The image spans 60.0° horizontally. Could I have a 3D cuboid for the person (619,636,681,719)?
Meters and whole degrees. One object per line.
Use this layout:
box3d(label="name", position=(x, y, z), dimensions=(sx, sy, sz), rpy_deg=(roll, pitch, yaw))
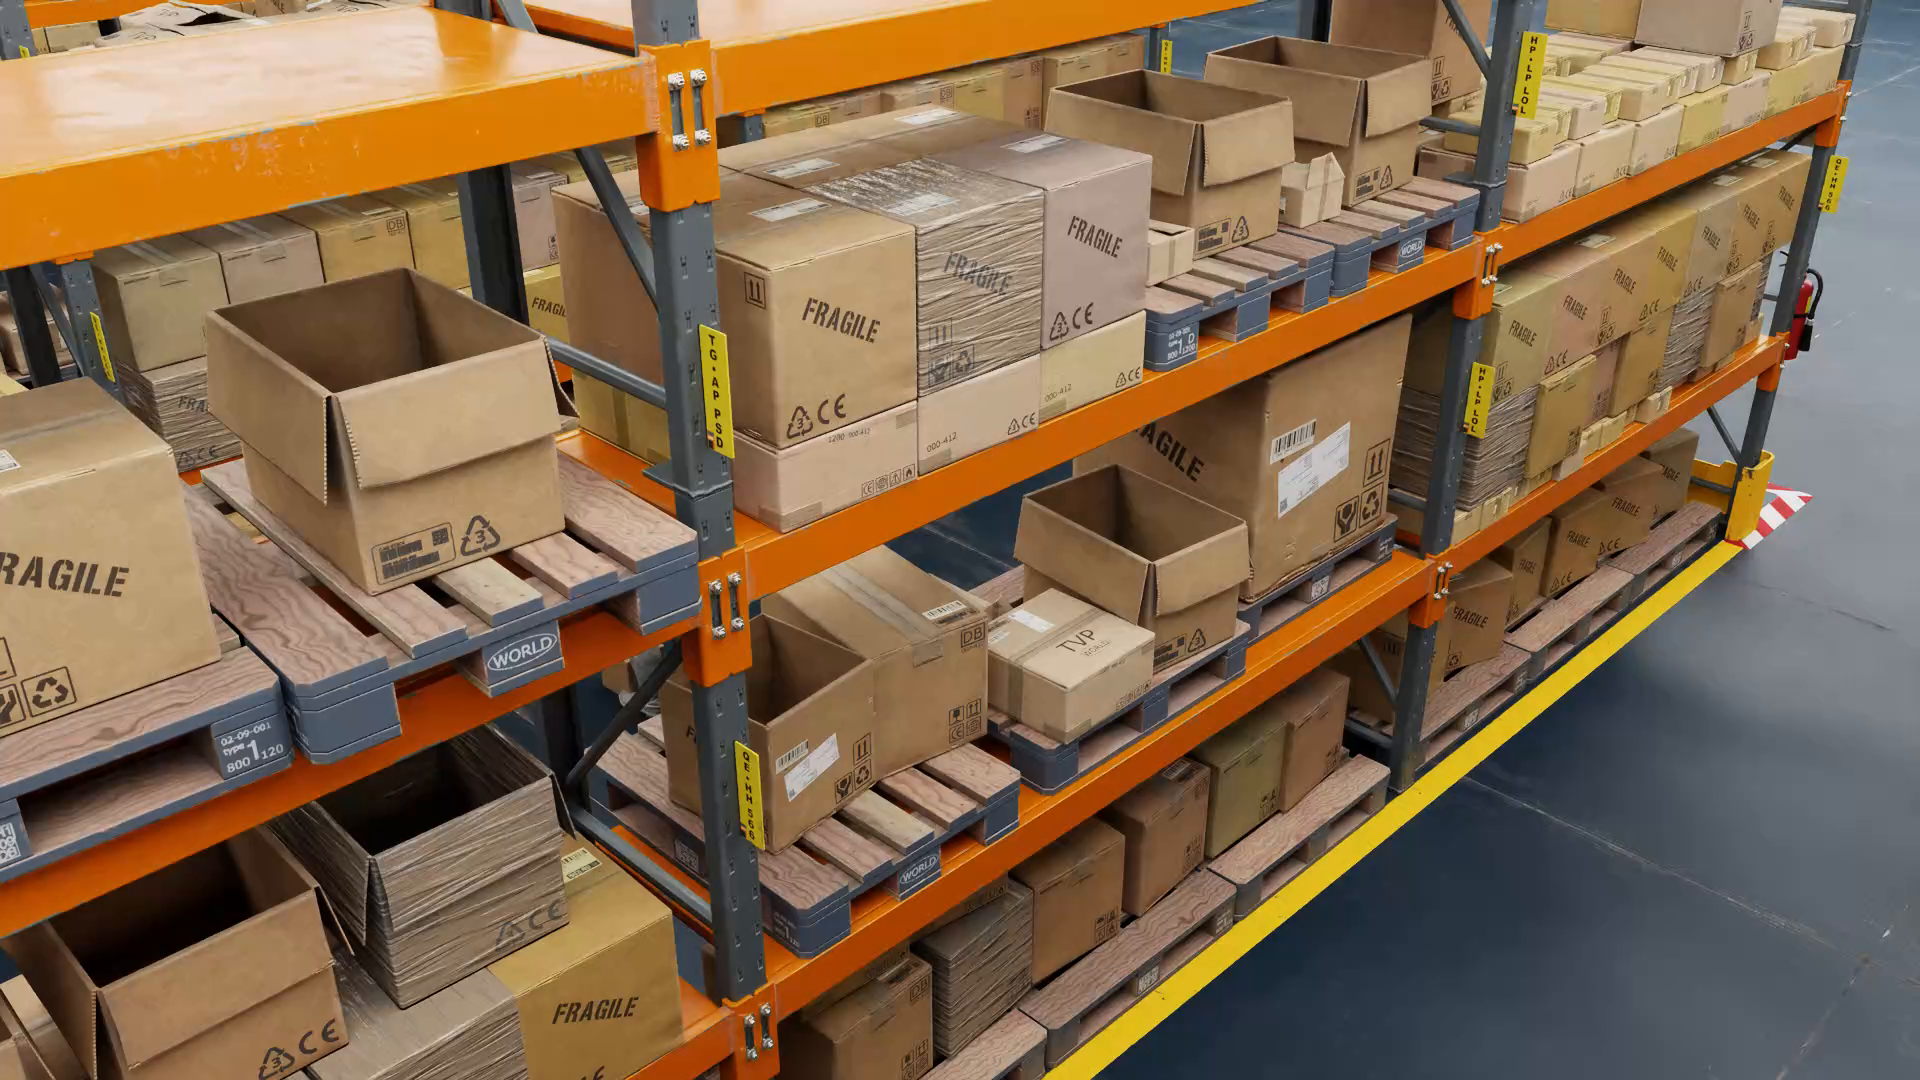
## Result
box3d(label="person", position=(-1.592, 0.083, 8.446), dimensions=(0.454, 1.757, 0.635), rpy_deg=(22, 35, 36))
